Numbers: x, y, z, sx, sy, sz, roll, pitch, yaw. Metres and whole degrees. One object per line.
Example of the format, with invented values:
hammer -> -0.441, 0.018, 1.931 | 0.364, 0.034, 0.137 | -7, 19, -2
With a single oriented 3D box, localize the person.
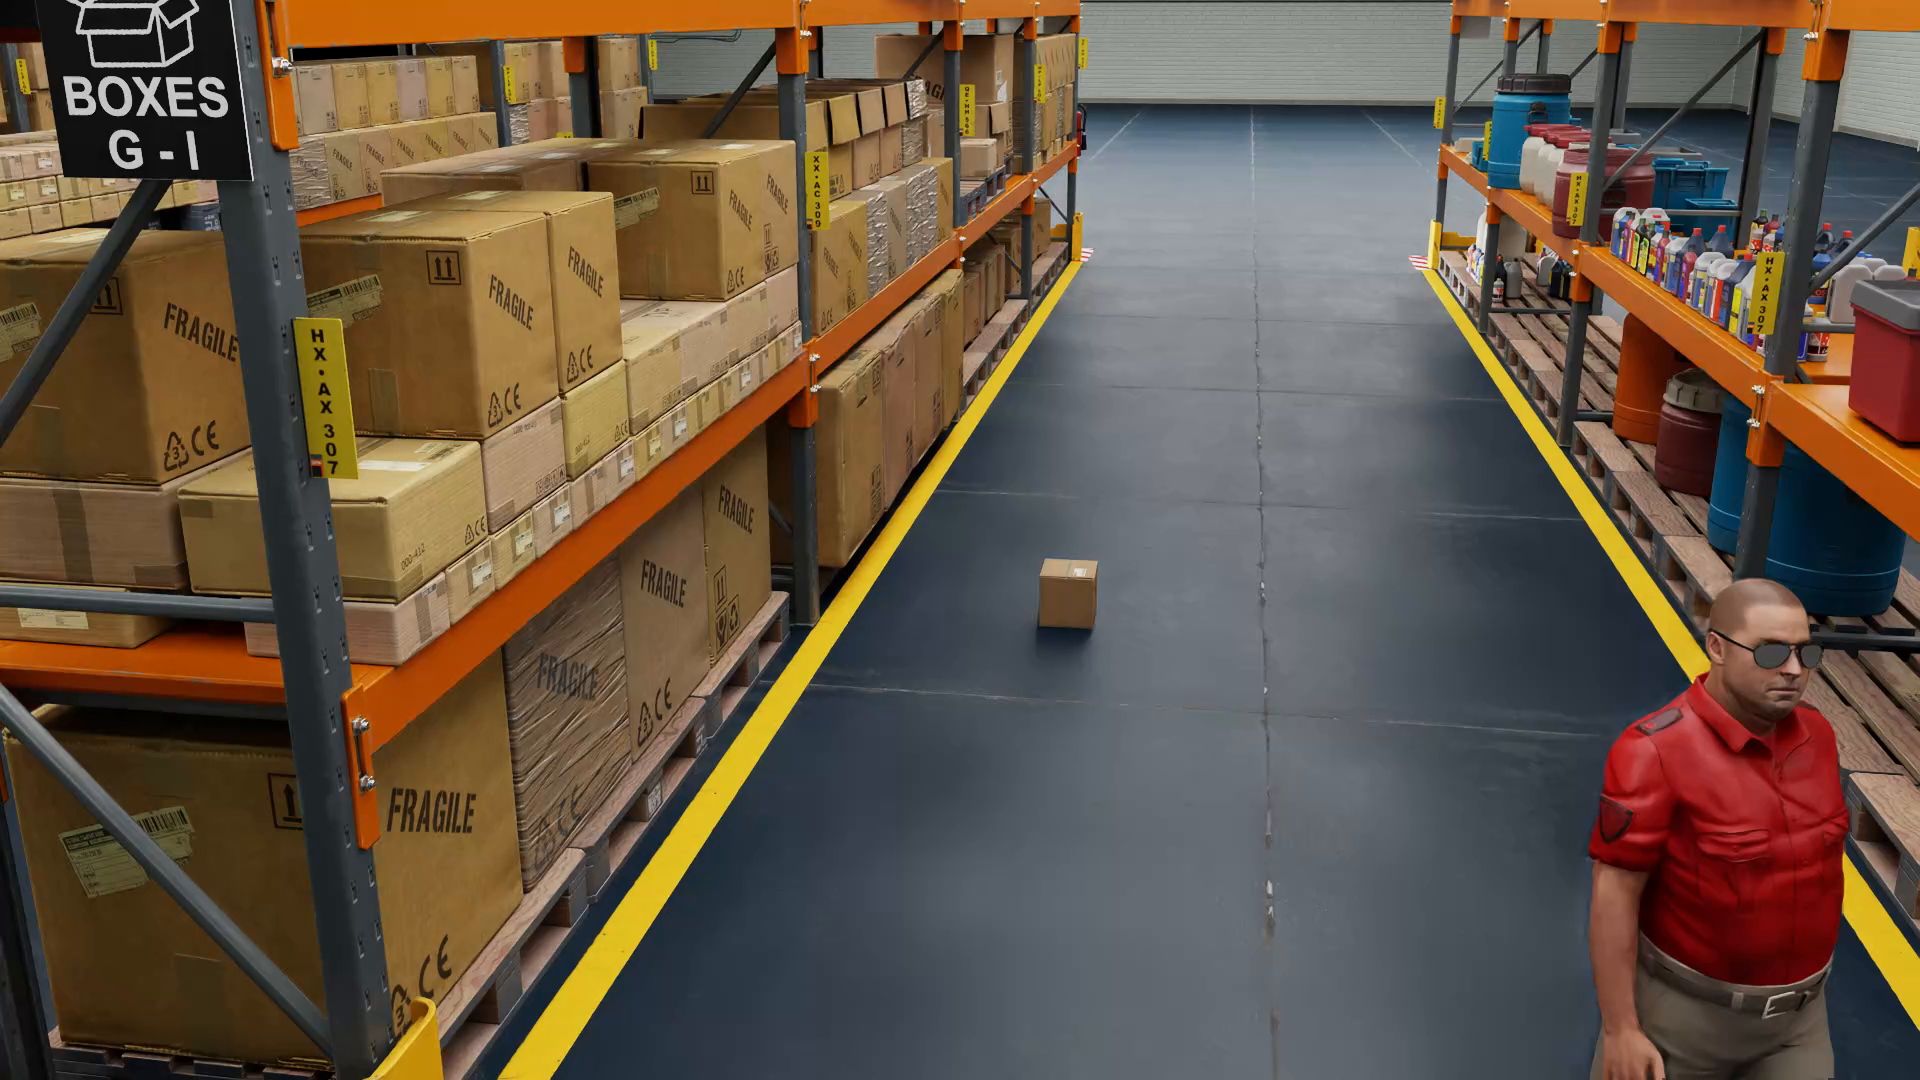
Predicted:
person -> 1.452, 0.889, 3.281 | 0.547, 1.686, 0.913 | -5, 18, -15
